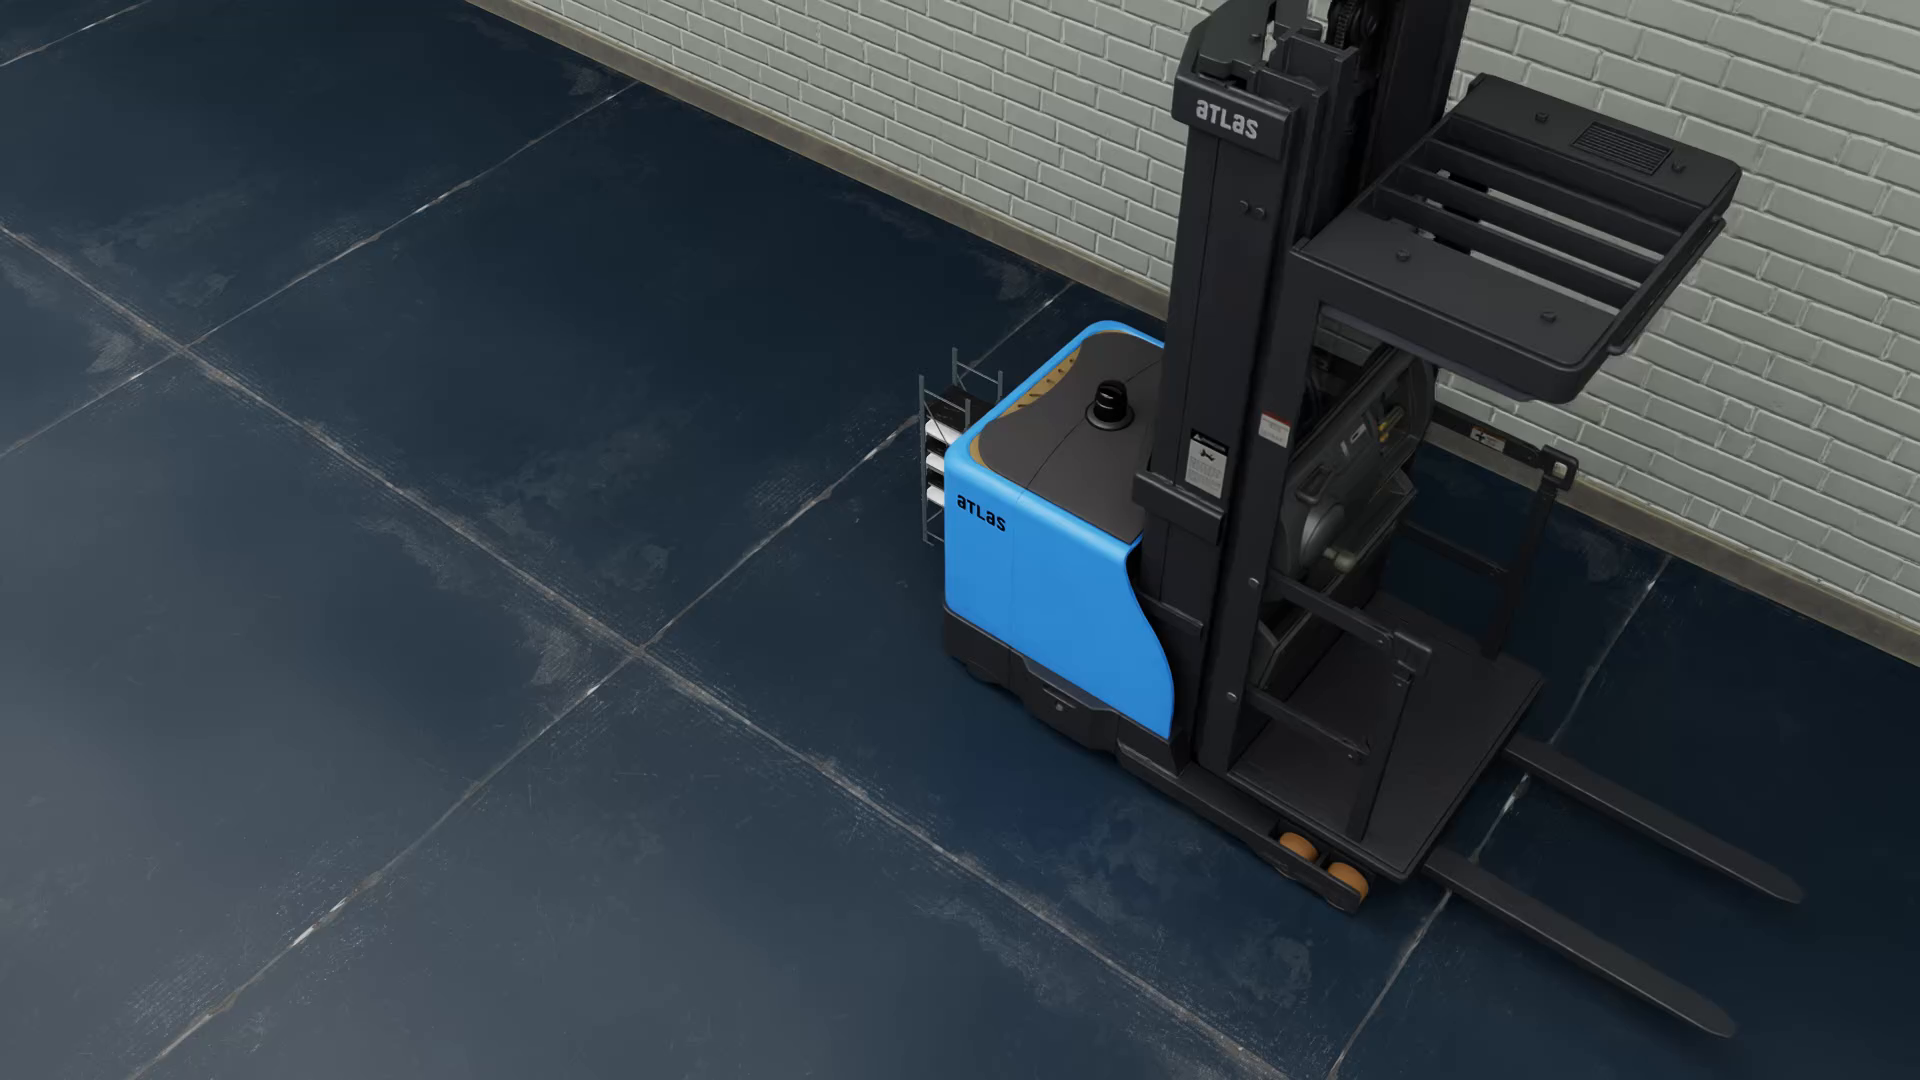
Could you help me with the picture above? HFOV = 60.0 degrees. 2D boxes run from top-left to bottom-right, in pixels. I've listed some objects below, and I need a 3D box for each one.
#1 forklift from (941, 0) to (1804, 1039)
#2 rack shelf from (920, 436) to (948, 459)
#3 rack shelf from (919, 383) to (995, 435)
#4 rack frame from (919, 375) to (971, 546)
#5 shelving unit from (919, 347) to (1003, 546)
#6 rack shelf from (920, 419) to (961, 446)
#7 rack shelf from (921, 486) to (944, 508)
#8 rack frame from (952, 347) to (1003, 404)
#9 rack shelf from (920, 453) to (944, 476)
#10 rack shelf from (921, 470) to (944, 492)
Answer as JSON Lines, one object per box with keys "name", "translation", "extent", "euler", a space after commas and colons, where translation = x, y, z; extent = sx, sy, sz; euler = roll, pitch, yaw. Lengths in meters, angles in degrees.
{"name": "forklift", "translation": [1.398, -0.185, 5.065], "extent": [3.031, 2.935, 1.130], "euler": [30, 53, 25]}
{"name": "rack shelf", "translation": [0.005, -0.355, 6.553], "extent": [0.258, 0.077, 0.200], "euler": [29, 53, 25]}
{"name": "rack shelf", "translation": [0.005, -0.479, 6.423], "extent": [0.258, 0.077, 0.200], "euler": [29, 53, 25]}
{"name": "rack frame", "translation": [-0.057, -0.257, 6.538], "extent": [0.240, 0.900, 0.006], "euler": [29, 53, 25]}
{"name": "shelving unit", "translation": [0.005, -0.315, 6.594], "extent": [0.258, 0.900, 0.210], "euler": [29, 53, 25]}
{"name": "rack shelf", "translation": [0.005, -0.417, 6.488], "extent": [0.258, 0.077, 0.200], "euler": [29, 53, 25]}
{"name": "rack shelf", "translation": [0.005, -0.168, 6.748], "extent": [0.258, 0.077, 0.200], "euler": [29, 53, 25]}
{"name": "rack frame", "translation": [0.067, -0.374, 6.649], "extent": [0.240, 0.900, 0.006], "euler": [29, 53, 25]}
{"name": "rack shelf", "translation": [0.005, -0.292, 6.618], "extent": [0.258, 0.077, 0.200], "euler": [29, 53, 25]}
{"name": "rack shelf", "translation": [0.005, -0.230, 6.683], "extent": [0.258, 0.077, 0.200], "euler": [29, 53, 25]}
